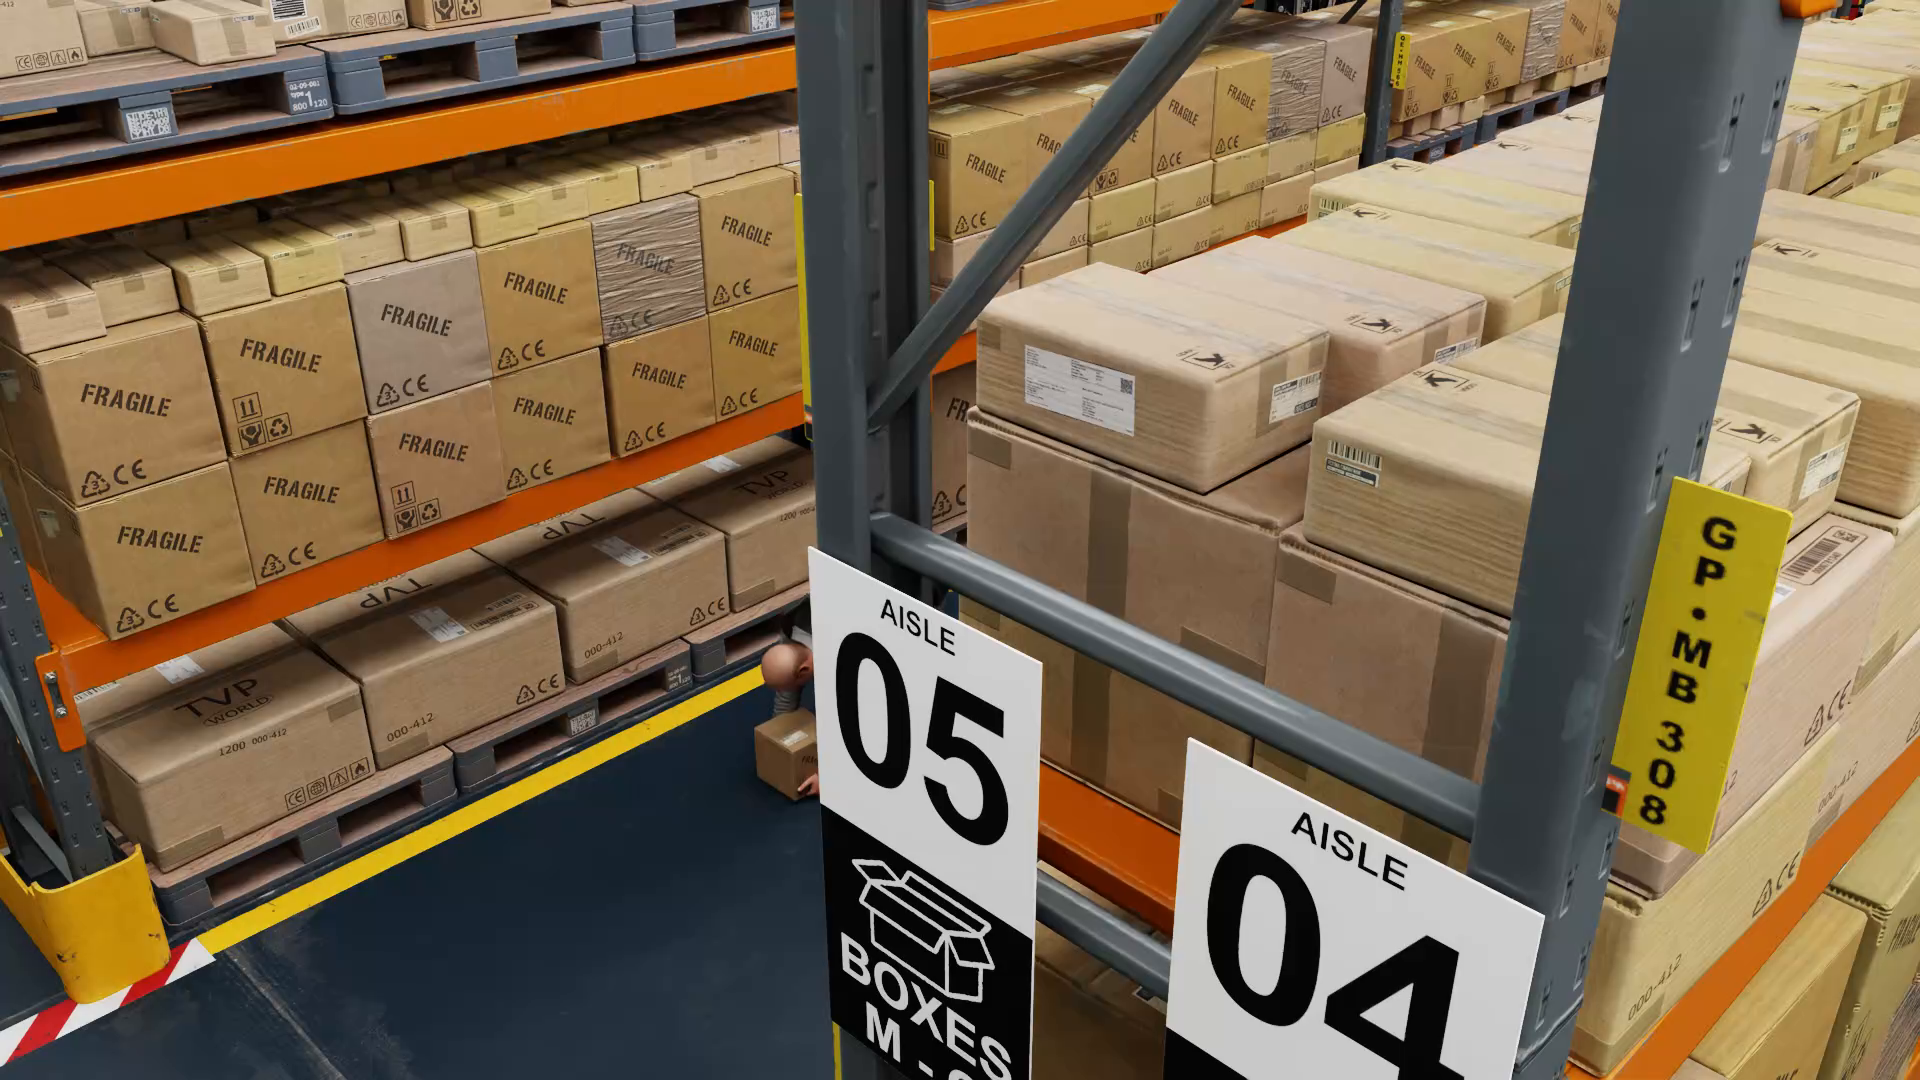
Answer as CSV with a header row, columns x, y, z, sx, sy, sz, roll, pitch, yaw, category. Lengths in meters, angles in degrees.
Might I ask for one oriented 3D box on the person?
x,y,z,sx,sy,sz,roll,pitch,yaw,category
-0.456,0.511,7.036,0.519,0.922,0.947,23,35,37,person
